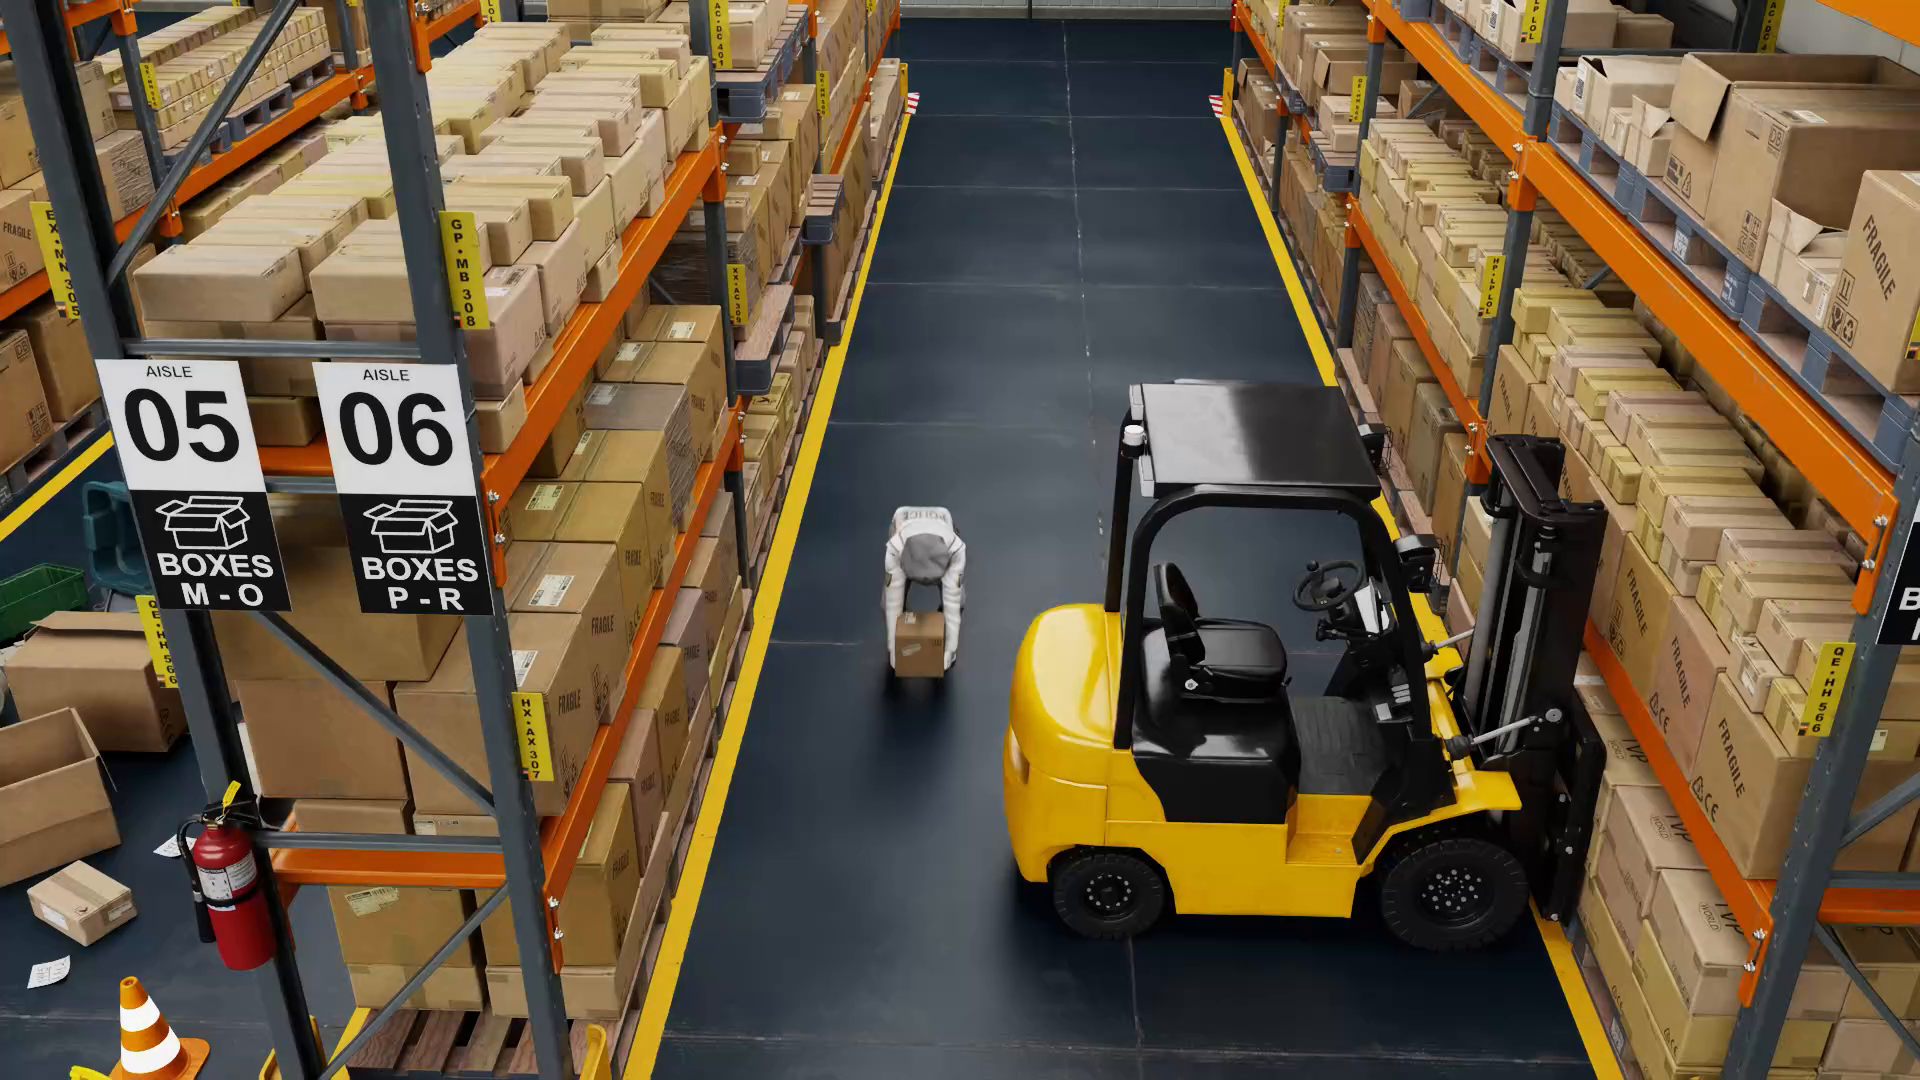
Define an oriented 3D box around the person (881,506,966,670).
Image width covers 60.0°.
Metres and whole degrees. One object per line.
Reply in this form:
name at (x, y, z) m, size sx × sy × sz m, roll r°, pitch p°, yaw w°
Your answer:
person at (-0.197, 0.260, 8.868) m, size 0.456 × 0.979 × 0.912 m, roll 0°, pitch 28°, yaw 0°
